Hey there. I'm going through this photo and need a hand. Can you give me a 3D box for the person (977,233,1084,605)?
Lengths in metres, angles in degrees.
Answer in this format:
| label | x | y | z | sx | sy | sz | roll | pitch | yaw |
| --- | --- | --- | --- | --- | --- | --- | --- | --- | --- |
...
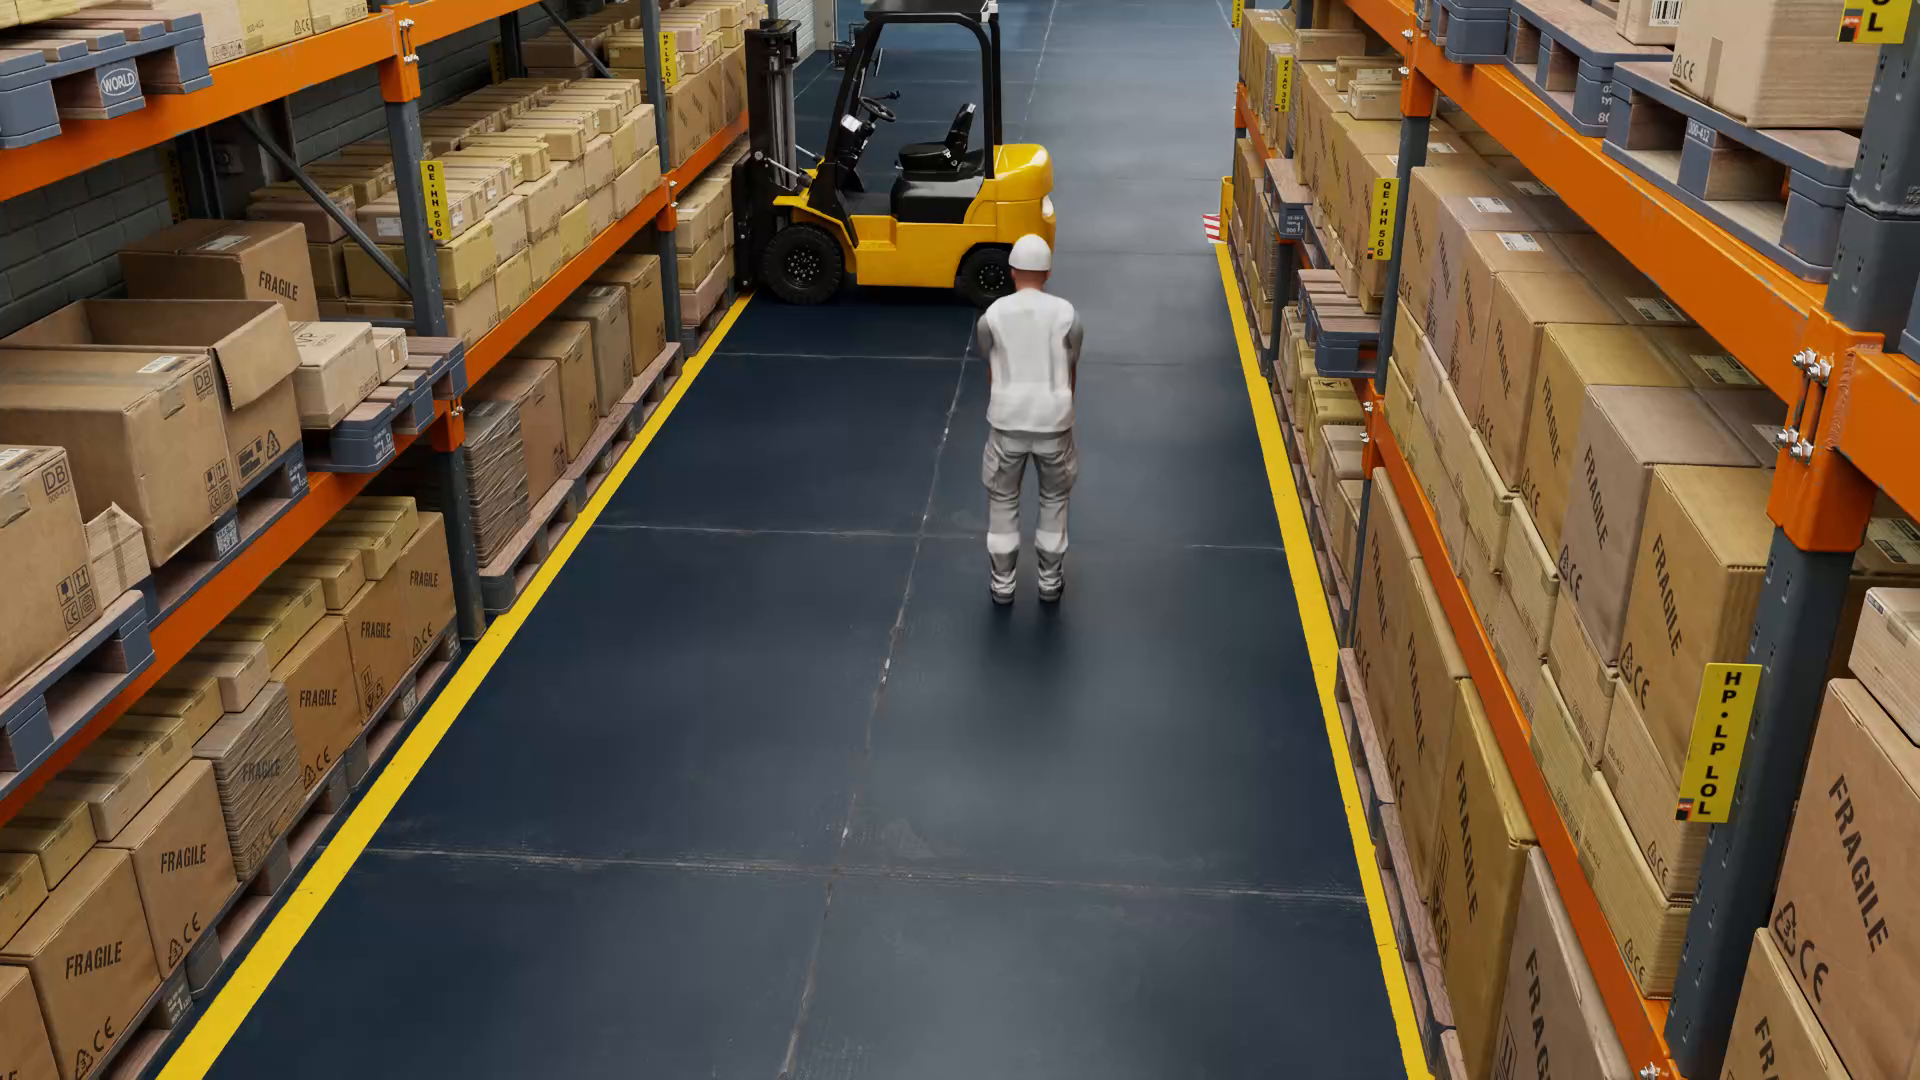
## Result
| label | x | y | z | sx | sy | sz | roll | pitch | yaw |
| --- | --- | --- | --- | --- | --- | --- | --- | --- | --- |
| person | 0.325 | -0.567 | 7.863 | 0.491 | 1.760 | 0.583 | 1 | 24 | 3 |
